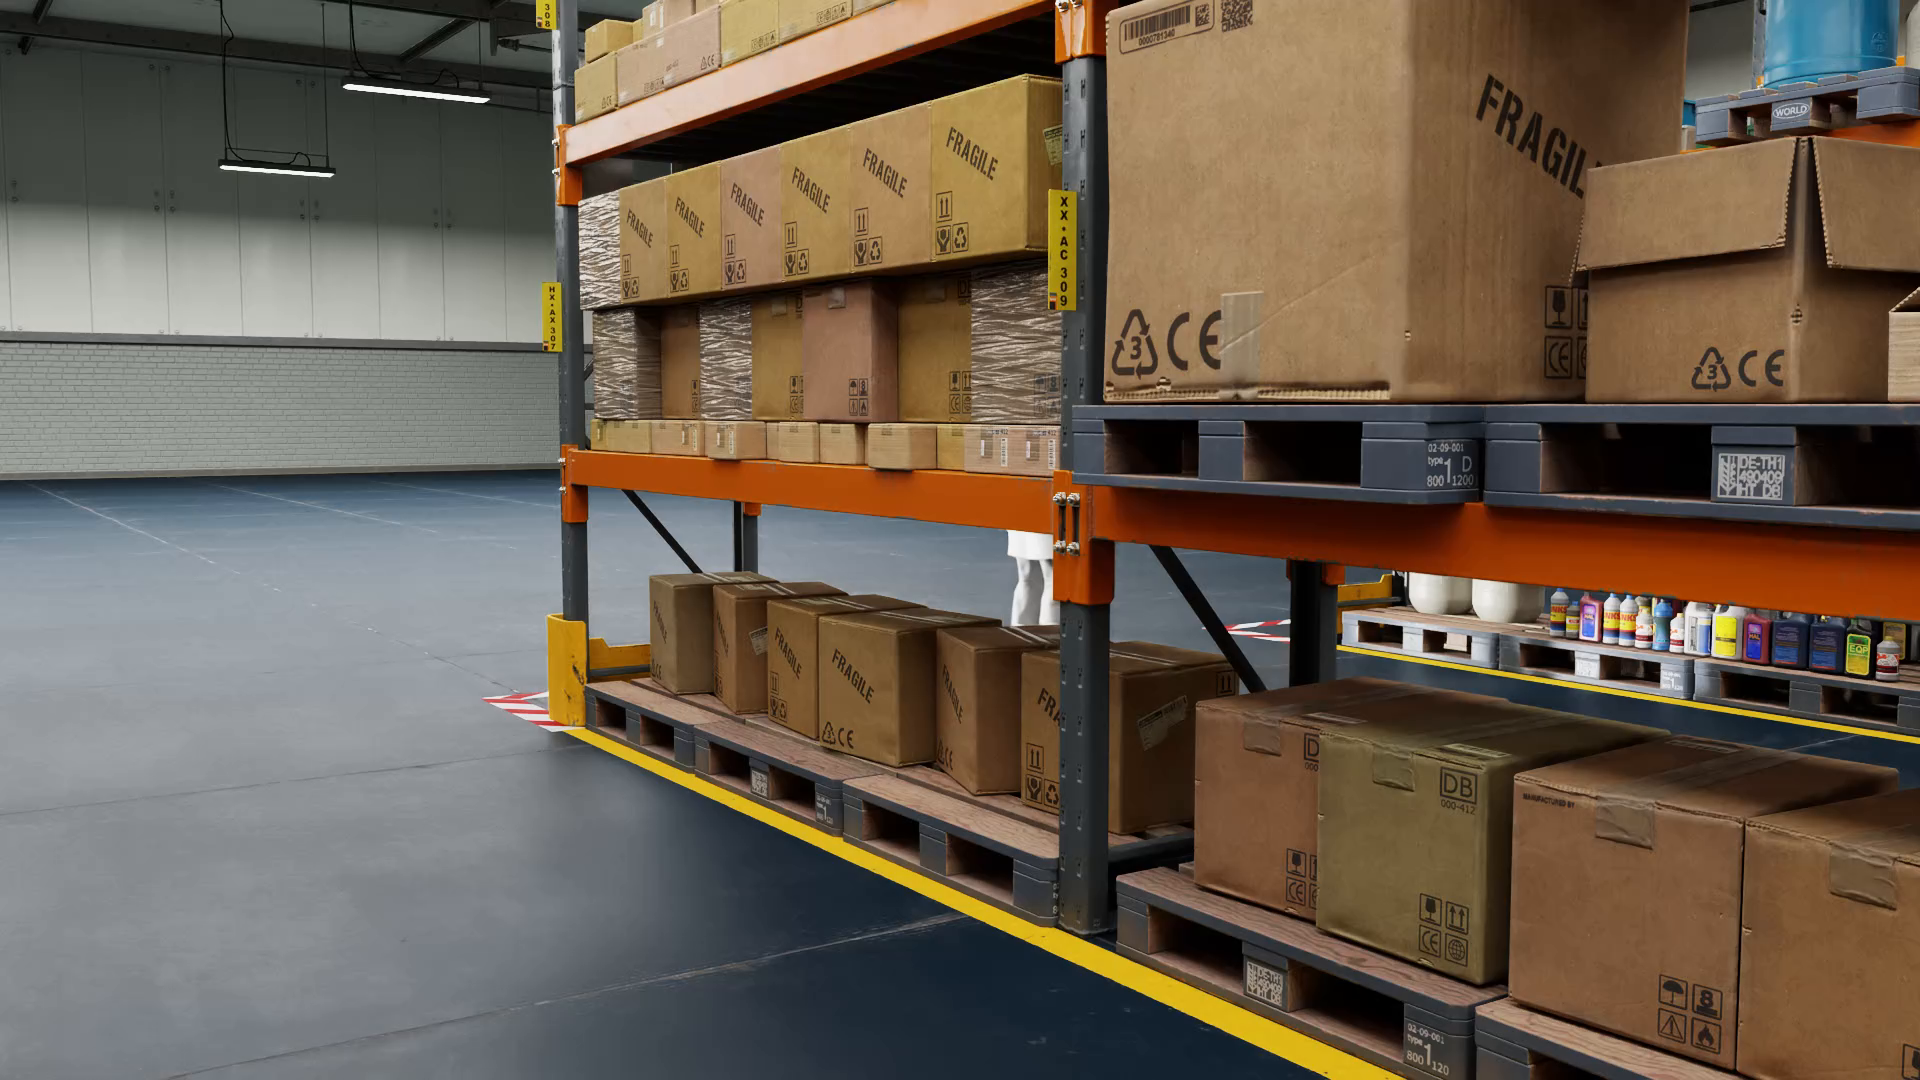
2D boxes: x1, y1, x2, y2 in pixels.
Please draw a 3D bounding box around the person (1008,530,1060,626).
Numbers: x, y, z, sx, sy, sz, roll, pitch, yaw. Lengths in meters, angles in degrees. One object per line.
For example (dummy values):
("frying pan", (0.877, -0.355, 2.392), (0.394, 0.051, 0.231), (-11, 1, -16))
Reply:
("person", (0.536, -0.132, 9.465), (0.550, 1.774, 0.529), (-3, 5, -33))
